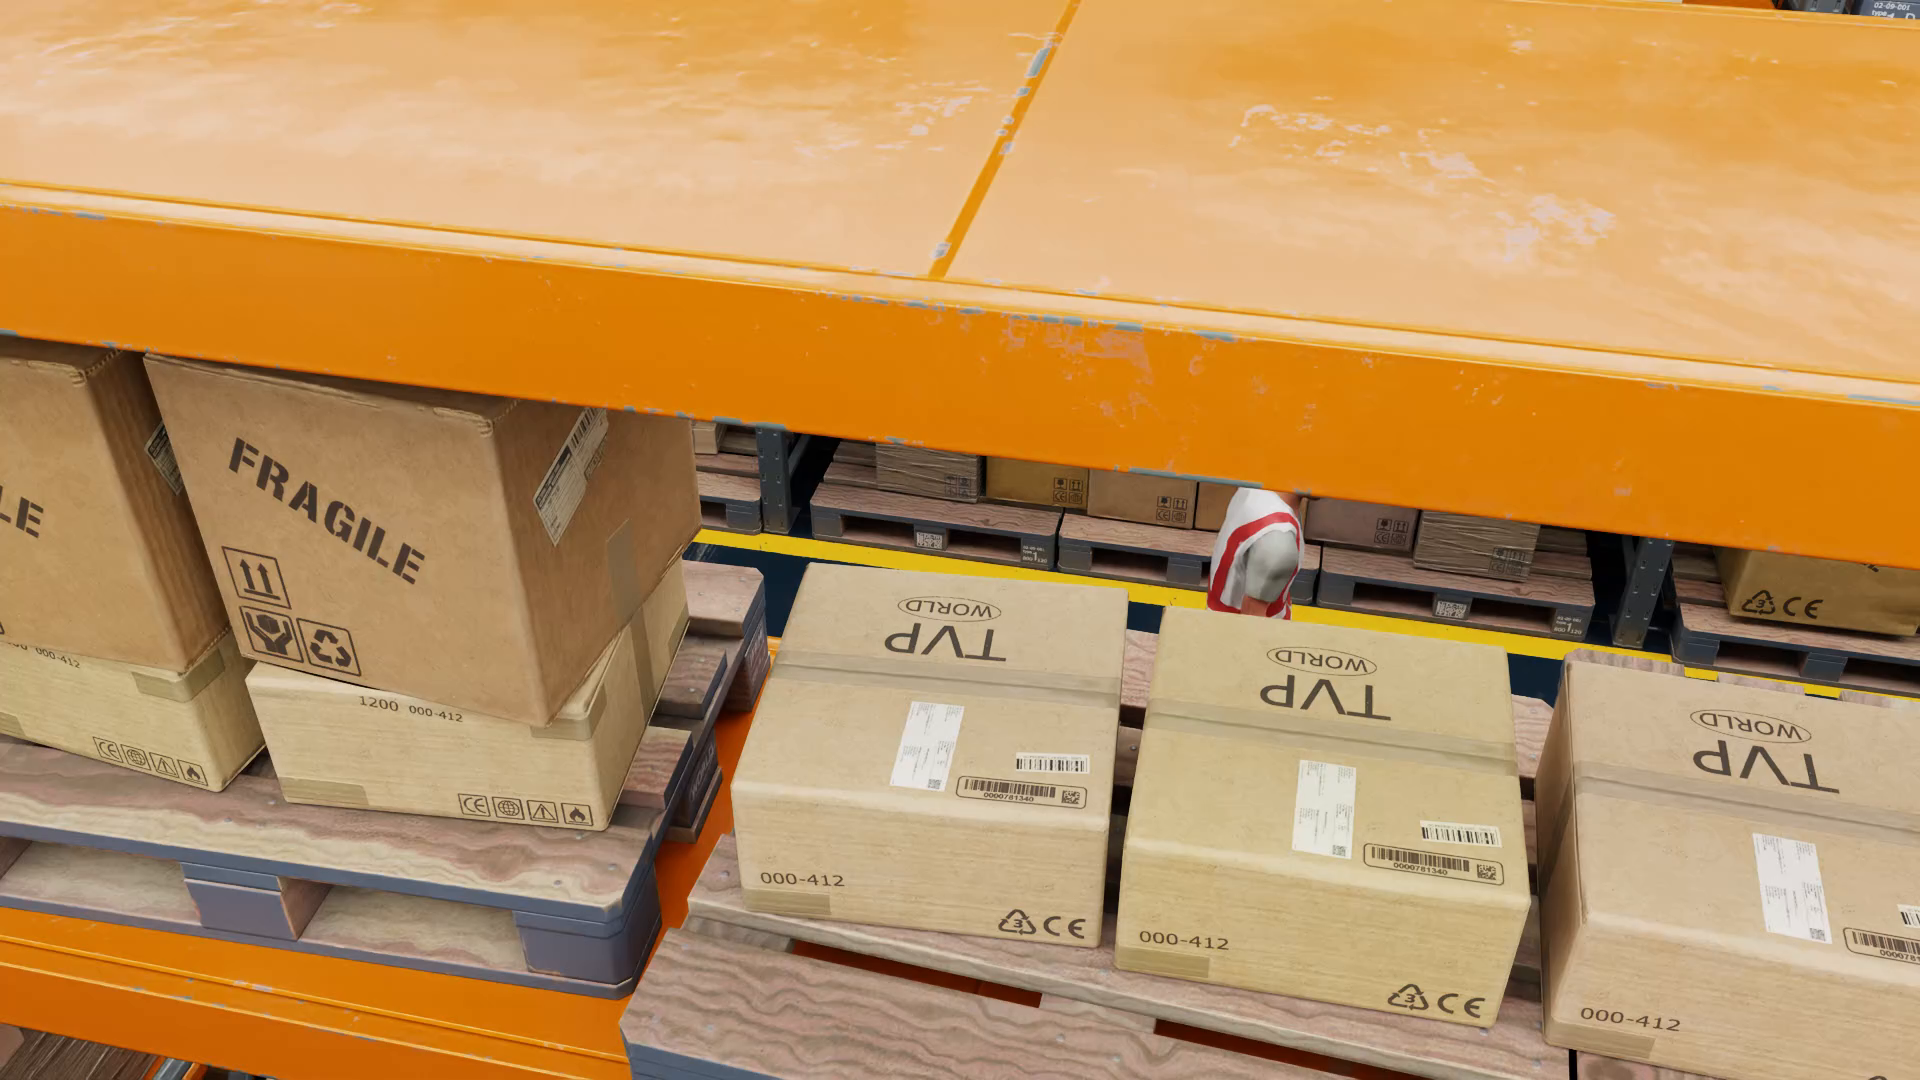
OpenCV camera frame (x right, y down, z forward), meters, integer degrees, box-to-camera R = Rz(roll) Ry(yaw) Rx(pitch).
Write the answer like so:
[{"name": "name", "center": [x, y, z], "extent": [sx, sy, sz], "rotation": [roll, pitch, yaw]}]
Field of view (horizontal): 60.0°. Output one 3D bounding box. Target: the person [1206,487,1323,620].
[{"name": "person", "center": [1.131, 0.337, 6.178], "extent": [0.452, 1.777, 0.601], "rotation": [6, 37, 8]}]
